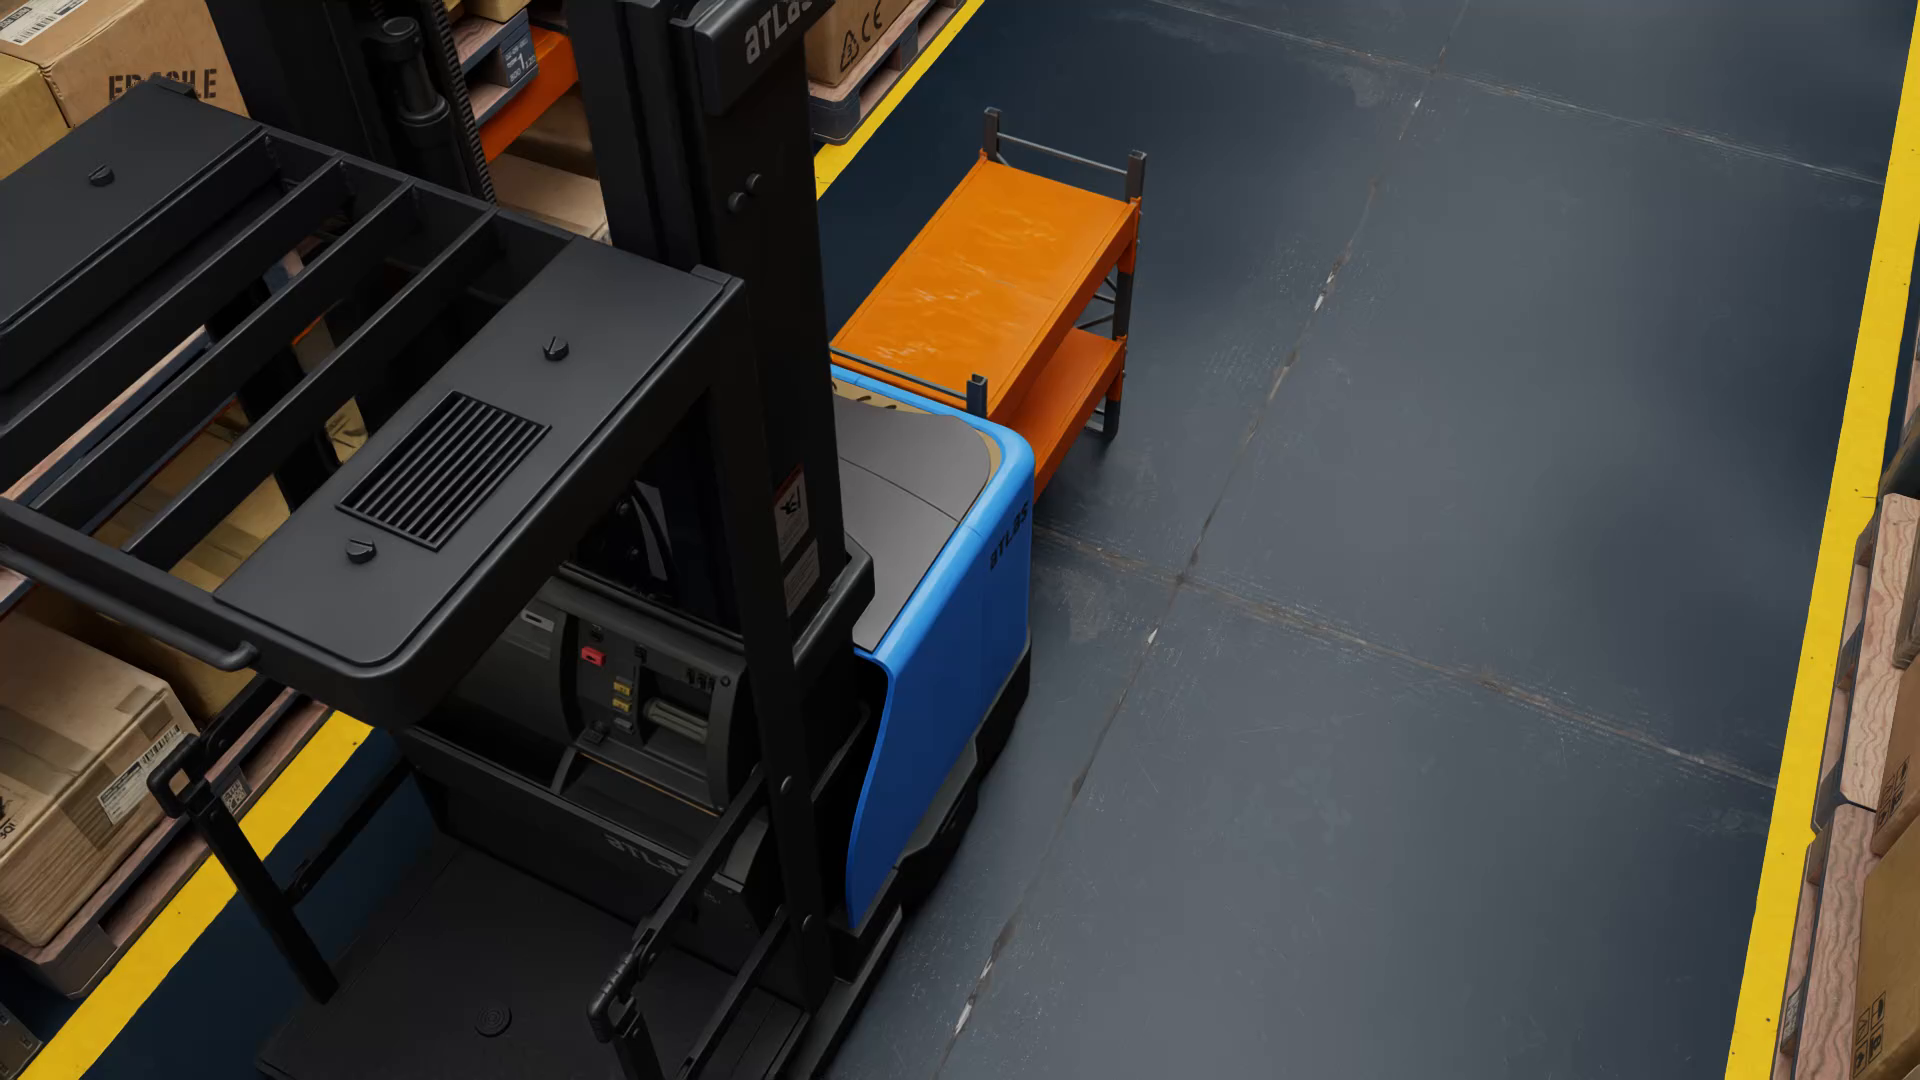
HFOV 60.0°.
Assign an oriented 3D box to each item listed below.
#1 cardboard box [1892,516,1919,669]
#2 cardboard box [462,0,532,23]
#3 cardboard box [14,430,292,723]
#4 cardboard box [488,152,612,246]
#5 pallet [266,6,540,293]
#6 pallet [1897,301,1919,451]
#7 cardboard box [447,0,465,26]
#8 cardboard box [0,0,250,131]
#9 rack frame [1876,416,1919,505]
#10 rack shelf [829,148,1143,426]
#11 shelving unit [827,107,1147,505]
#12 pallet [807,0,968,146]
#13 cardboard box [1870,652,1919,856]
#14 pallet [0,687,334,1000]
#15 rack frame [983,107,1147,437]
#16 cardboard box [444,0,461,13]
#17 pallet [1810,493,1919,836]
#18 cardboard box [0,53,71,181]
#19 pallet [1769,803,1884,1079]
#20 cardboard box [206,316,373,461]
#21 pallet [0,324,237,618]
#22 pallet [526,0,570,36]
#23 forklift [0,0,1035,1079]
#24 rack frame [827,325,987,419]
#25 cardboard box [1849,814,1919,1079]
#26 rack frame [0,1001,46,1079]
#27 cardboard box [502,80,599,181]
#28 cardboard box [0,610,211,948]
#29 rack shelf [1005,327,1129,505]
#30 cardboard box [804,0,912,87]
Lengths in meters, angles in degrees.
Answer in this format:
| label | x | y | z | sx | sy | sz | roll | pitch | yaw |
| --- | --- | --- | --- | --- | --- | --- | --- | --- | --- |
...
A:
| label | x | y | z | sx | sy | sz | roll | pitch | yaw |
| --- | --- | --- | --- | --- | --- | --- | --- | --- | --- |
| cardboard box | 3.146 | 0.092 | 4.486 | 0.875 | 0.625 | 0.625 | 21 | 53 | 17 |
| cardboard box | -1.328 | -1.571 | 4.506 | 0.380 | 0.149 | 0.250 | 21 | 53 | 17 |
| cardboard box | -2.248 | 0.032 | 4.703 | 0.950 | 0.372 | 0.625 | 23 | 53 | 18 |
| cardboard box | -1.623 | -0.967 | 5.553 | 0.950 | 0.372 | 0.625 | 19 | 52 | 15 |
| pallet | -1.874 | -1.141 | 4.377 | 1.003 | 0.211 | 1.213 | 20 | 52 | 16 |
| pallet | 3.778 | -0.565 | 5.592 | 1.003 | 0.211 | 1.213 | 20 | 52 | 16 |
| cardboard box | -1.550 | -1.439 | 4.394 | 0.380 | 0.149 | 0.250 | 20 | 53 | 16 |
| cardboard box | -1.877 | -1.000 | 3.595 | 0.500 | 0.500 | 0.500 | 20 | 52 | 16 |
| rack frame | 3.424 | -0.967 | 4.103 | 1.000 | 3.000 | 0.127 | 20 | 52 | 16 |
| rack shelf | 0.068 | -0.648 | 4.678 | 0.538 | 0.278 | 1.000 | 21 | 53 | 17 |
| shelving unit | 0.068 | -0.458 | 4.901 | 0.538 | 1.125 | 1.048 | 21 | 53 | 17 |
| pallet | -0.660 | -2.194 | 6.978 | 1.003 | 0.211 | 1.213 | 20 | 52 | 16 |
| cardboard box | 2.874 | 0.544 | 4.101 | 0.875 | 0.625 | 0.625 | 21 | 53 | 17 |
| pallet | -2.443 | 0.542 | 4.650 | 1.003 | 0.211 | 1.213 | 20 | 52 | 16 |
| rack frame | 0.298 | -0.803 | 5.195 | 0.500 | 1.125 | 0.032 | 21 | 53 | 17 |
| cardboard box | -1.433 | -1.733 | 4.219 | 0.500 | 0.500 | 0.500 | 17 | 52 | 14 |
| pallet | 3.037 | 0.491 | 4.694 | 1.003 | 0.211 | 1.213 | 20 | 52 | 16 |
| cardboard box | -2.101 | -0.665 | 3.309 | 0.500 | 0.500 | 0.500 | 20 | 52 | 16 |
| pallet | 2.515 | 1.328 | 3.981 | 1.003 | 0.211 | 1.213 | 20 | 52 | 16 |
| cardboard box | -1.953 | -0.447 | 5.110 | 0.950 | 0.372 | 0.625 | 21 | 53 | 17 |
| pallet | -2.316 | -0.242 | 3.612 | 1.003 | 0.211 | 1.213 | 20 | 52 | 16 |
| pallet | -1.273 | -1.992 | 5.101 | 1.213 | 0.211 | 1.003 | 20 | 52 | 16 |
| forklift | -0.917 | 0.330 | 3.045 | 1.130 | 2.935 | 3.031 | 21 | 53 | 17 |
| rack frame | -0.161 | -0.113 | 4.607 | 0.500 | 1.125 | 0.032 | 21 | 53 | 17 |
| cardboard box | 2.586 | 1.008 | 3.706 | 0.875 | 0.625 | 0.625 | 18 | 52 | 15 |
| rack frame | -2.774 | 0.175 | 3.132 | 1.000 | 3.000 | 0.127 | 20 | 52 | 16 |
| cardboard box | -1.315 | -1.478 | 5.988 | 0.950 | 0.372 | 0.625 | 17 | 52 | 14 |
| cardboard box | -2.552 | 0.529 | 4.280 | 0.950 | 0.372 | 0.625 | 20 | 53 | 17 |
| rack shelf | 0.068 | -0.299 | 5.087 | 0.538 | 0.278 | 1.000 | 21 | 53 | 17 |
| cardboard box | -0.695 | -2.476 | 6.506 | 0.875 | 0.875 | 0.875 | 19 | 52 | 16 |
